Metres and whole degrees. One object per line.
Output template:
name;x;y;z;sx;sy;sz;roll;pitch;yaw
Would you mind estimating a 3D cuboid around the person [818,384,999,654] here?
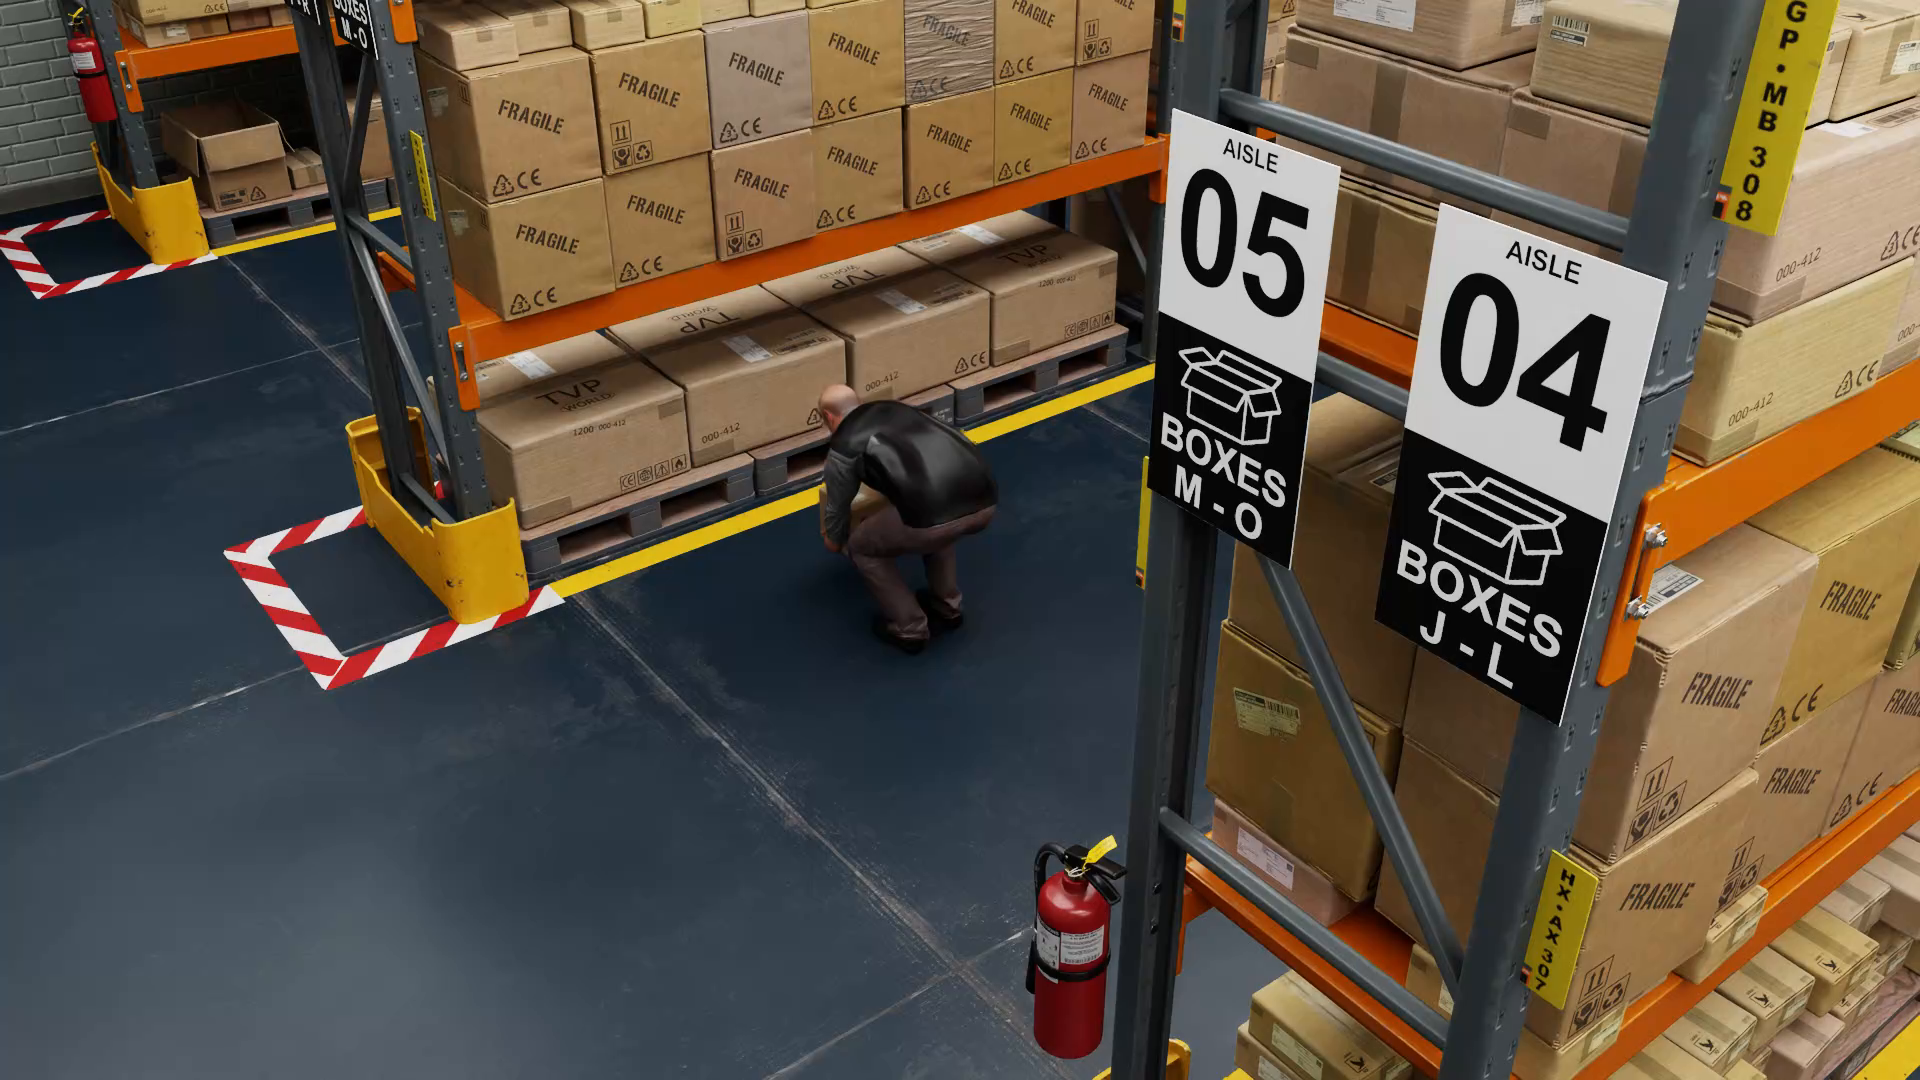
person;-0.261;-0.099;7.014;0.510;0.986;0.945;-24;39;-33
